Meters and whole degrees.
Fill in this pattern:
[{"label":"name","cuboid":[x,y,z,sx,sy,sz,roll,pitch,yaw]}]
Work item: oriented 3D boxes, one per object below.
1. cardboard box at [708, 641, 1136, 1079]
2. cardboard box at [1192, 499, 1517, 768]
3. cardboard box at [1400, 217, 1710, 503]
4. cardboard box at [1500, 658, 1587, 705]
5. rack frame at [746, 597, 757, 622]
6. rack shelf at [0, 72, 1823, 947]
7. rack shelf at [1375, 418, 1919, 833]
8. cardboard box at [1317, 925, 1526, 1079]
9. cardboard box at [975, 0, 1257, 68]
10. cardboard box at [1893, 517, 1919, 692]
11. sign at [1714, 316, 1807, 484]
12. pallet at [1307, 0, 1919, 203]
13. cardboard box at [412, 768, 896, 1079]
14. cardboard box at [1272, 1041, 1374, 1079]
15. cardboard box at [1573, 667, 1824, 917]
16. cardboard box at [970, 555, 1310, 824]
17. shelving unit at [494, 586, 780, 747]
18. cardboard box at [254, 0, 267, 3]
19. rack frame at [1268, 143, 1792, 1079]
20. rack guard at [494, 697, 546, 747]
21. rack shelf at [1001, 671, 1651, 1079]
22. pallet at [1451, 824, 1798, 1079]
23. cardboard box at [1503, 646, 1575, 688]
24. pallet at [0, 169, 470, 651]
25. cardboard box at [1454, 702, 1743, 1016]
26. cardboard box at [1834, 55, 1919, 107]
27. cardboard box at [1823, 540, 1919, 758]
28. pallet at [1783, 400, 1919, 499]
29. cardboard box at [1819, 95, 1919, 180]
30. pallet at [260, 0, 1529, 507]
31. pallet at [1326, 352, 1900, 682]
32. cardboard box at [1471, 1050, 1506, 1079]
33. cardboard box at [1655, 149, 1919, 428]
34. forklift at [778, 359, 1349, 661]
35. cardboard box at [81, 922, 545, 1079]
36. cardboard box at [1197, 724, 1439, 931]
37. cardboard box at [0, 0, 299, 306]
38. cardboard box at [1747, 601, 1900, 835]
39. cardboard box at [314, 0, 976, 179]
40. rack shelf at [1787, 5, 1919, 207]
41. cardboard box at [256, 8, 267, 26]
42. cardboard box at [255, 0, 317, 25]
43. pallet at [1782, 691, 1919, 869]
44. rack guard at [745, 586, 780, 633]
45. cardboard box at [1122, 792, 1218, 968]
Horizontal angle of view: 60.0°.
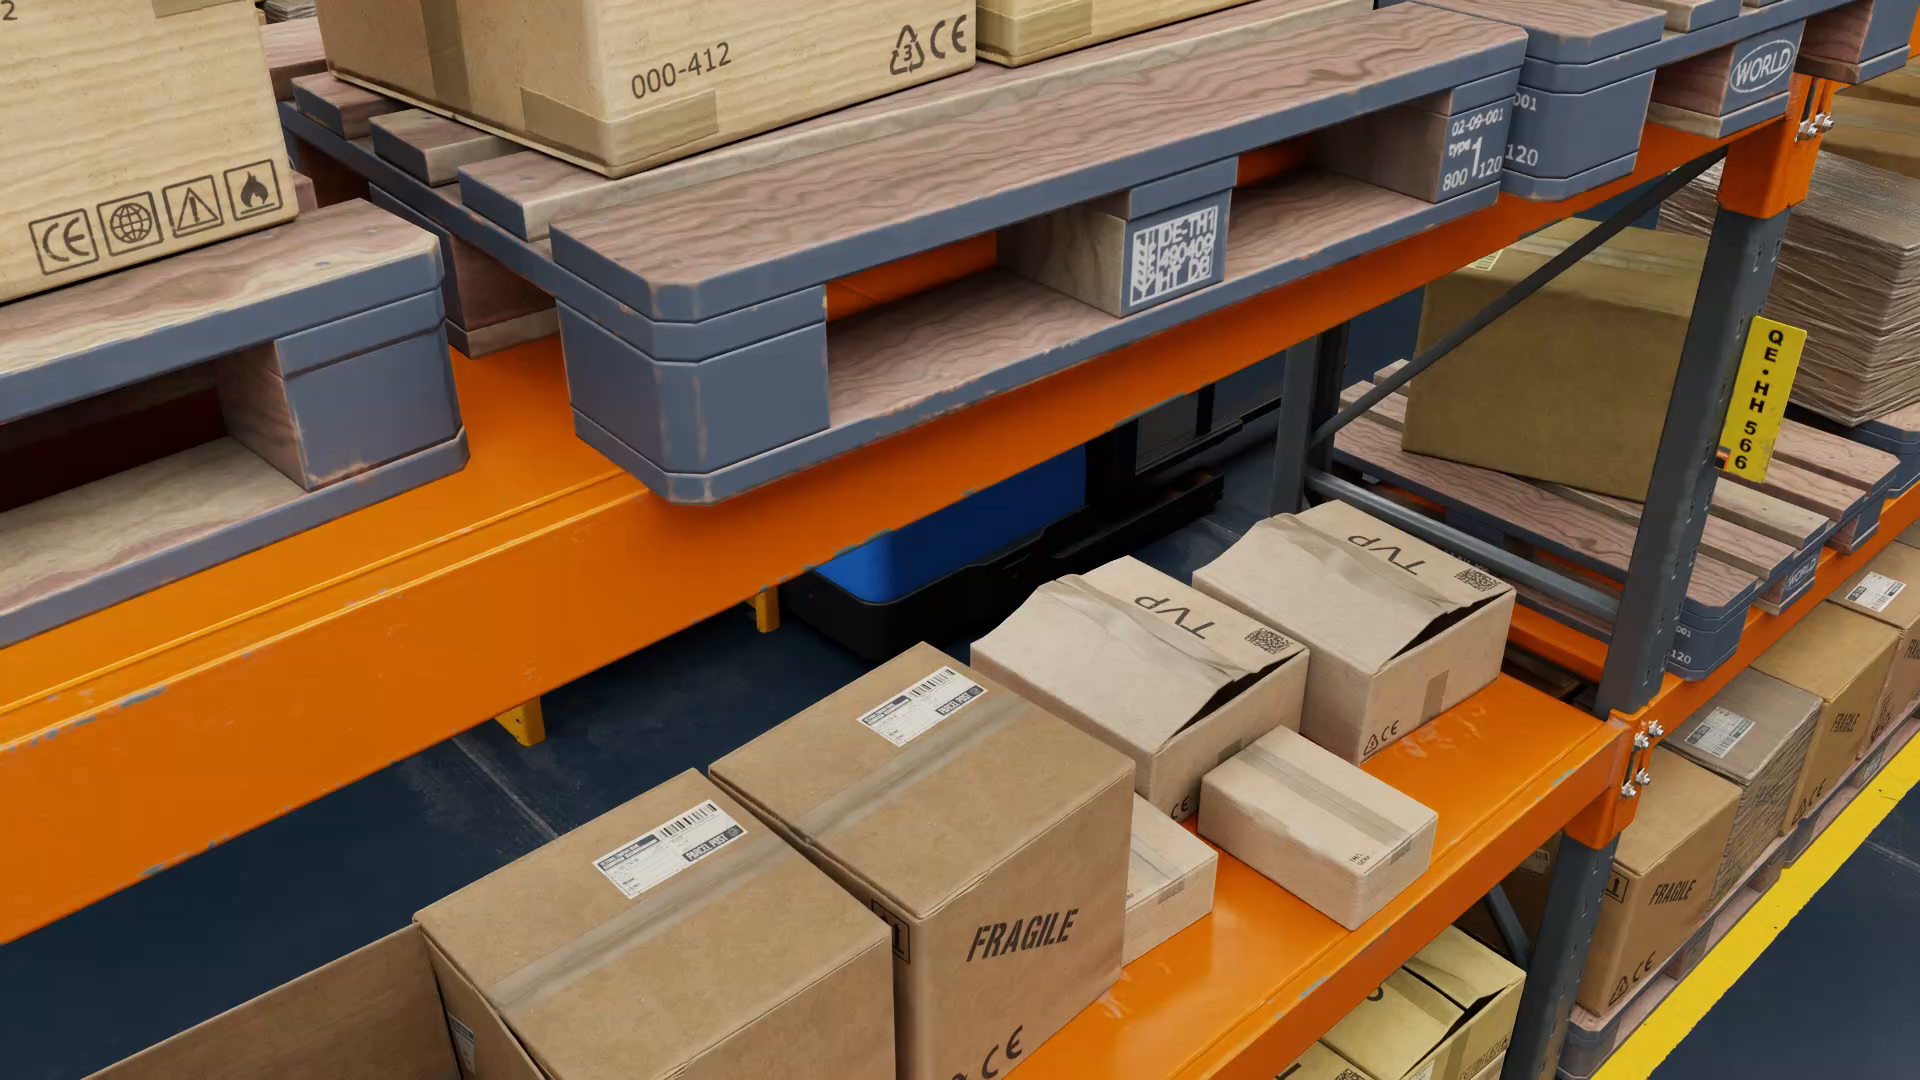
[{"label":"cardboard box","cuboid":[-0.061,0.575,2.839,0.500,0.500,0.500,27,40,36]},{"label":"cardboard box","cuboid":[0.861,0.166,3.688,0.500,0.311,0.500,-23,38,-33]},{"label":"cardboard box","cuboid":[1.543,-0.472,4.149,0.700,0.500,0.500,15,35,23]},{"label":"cardboard box","cuboid":[1.684,0.473,5.075,0.500,0.500,0.500,-24,39,-34]},{"label":"rack frame","cuboid":[-0.891,-0.416,5.993,0.032,1.500,0.500,-26,40,-35]},{"label":"rack shelf","cuboid":[-0.309,-0.247,2.094,4.000,0.370,1.077,-26,40,-35]},{"label":"rack shelf","cuboid":[2.624,-0.387,5.196,4.000,0.370,1.077,-26,40,-35]},{"label":"cardboard box","cuboid":[0.941,1.051,3.852,0.500,0.311,0.500,-25,39,-34]},{"label":"cardboard box","cuboid":[0.064,-0.805,2.057,0.500,0.250,0.500,-27,40,-36]},{"label":"cardboard box","cuboid":[3.188,0.110,5.669,0.500,0.500,0.500,-25,39,-35]},{"label":"sign","cuboid":[1.538,-0.267,3.201,0.005,0.325,0.100,-26,40,-35]},{"label":"pallet","cuboid":[0.721,-0.908,2.666,1.003,0.211,1.213,-24,39,-33]},{"label":"cardboard box","cuboid":[-0.447,0.761,2.534,0.500,0.500,0.500,-26,40,-35]},{"label":"cardboard box","cuboid":[0.565,1.237,3.547,0.500,0.311,0.500,-27,40,-36]},{"label":"cardboard box","cuboid":[2.066,0.655,4.778,0.500,0.500,0.500,-27,41,-37]},{"label":"cardboard box","cuboid":[0.370,0.297,3.474,0.500,0.311,0.500,-26,40,-36]},{"label":"shelving unit","cuboid":[-1.259,-0.240,5.706,1.083,1.500,0.587,-26,40,-35]},{"label":"cardboard box","cuboid":[-2.671,-2.131,6.221,0.380,0.149,0.250,22,38,31]},{"label":"rack frame","cuboid":[1.158,0.016,3.849,0.127,3.000,1.000,-26,40,-35]},{"label":"rack guard","cuboid":[-1.627,0.468,5.745,0.087,0.250,0.587,-26,40,-35]},{"label":"rack shelf","cuboid":[-0.309,1.032,2.876,4.000,0.370,1.077,-26,40,-35]},{"label":"pallet","cuboid":[1.731,0.955,4.986,1.213,0.211,1.003,-26,40,-35]},{"label":"cardboard box","cuboid":[1.722,0.132,4.915,0.500,0.250,0.500,-24,39,-34]},{"label":"pallet","cuboid":[-1.137,-0.081,1.316,0.805,0.209,1.217,27,41,37]},{"label":"cardboard box","cuboid":[1.686,0.843,4.471,0.500,0.500,0.500,-24,39,-34]},{"label":"cardboard box","cuboid":[3.130,-1.274,5.460,0.500,0.500,0.700,-19,36,-28]},{"label":"cardboard box","cuboid":[2.816,0.292,5.372,0.500,0.500,0.500,-27,41,-37]},{"label":"pallet","cuboid":[2.581,-0.594,5.030,1.213,0.211,1.003,-26,40,-35]},{"label":"cardboard box","cuboid":[2.837,-0.974,4.970,0.700,0.500,0.500,18,36,27]},{"label":"pallet","cuboid":[-0.097,-0.511,2.015,1.213,0.211,1.003,-24,39,-33]},{"label":"pallet","cuboid":[1.607,-0.170,4.336,1.003,0.211,1.213,-26,40,-35]},{"label":"cardboard box","cuboid":[0.938,1.290,3.999,0.500,0.250,0.500,-25,39,-34]},{"label":"cardboard box","cuboid":[2.343,-0.724,4.560,0.500,0.500,0.700,-18,36,-27]},{"label":"forklift","cuboid":[0.461,-1.475,6.352,3.031,2.935,1.130,-26,40,-36]},{"label":"cardboard box","cuboid":[-0.815,0.939,2.243,0.500,0.500,0.500,-23,38,-32]},{"label":"cardboard box","cuboid":[0.686,0.548,3.220,0.250,0.149,0.380,-26,40,-35]},{"label":"cardboard box","cuboid":[-0.916,-0.371,1.347,0.500,0.250,0.500,25,39,34]},{"label":"cardboard box","cuboid":[2.437,0.479,5.066,0.500,0.500,0.500,-26,40,-36]},{"label":"cardboard box","cuboid":[-0.332,-0.615,1.746,0.500,0.250,0.500,25,40,35]},{"label":"rack shelf","cuboid":[2.624,-1.666,4.414,4.000,0.370,1.077,-26,40,-35]},{"label":"cardboard box","cuboid":[-2.942,-1.729,6.185,0.700,0.500,0.500,25,39,35]},{"label":"cardboard box","cuboid":[-2.551,-1.938,6.526,0.700,0.500,0.500,24,39,34]},{"label":"pallet","cuboid":[2.625,0.525,5.690,1.213,0.211,1.003,-26,40,-35]},{"label":"rack guard","cuboid":[-0.892,0.117,6.318,0.087,0.250,0.587,-26,40,-35]},{"label":"cardboard box","cuboid":[0.261,0.597,3.139,0.250,0.149,0.380,-23,38,-32]}]
